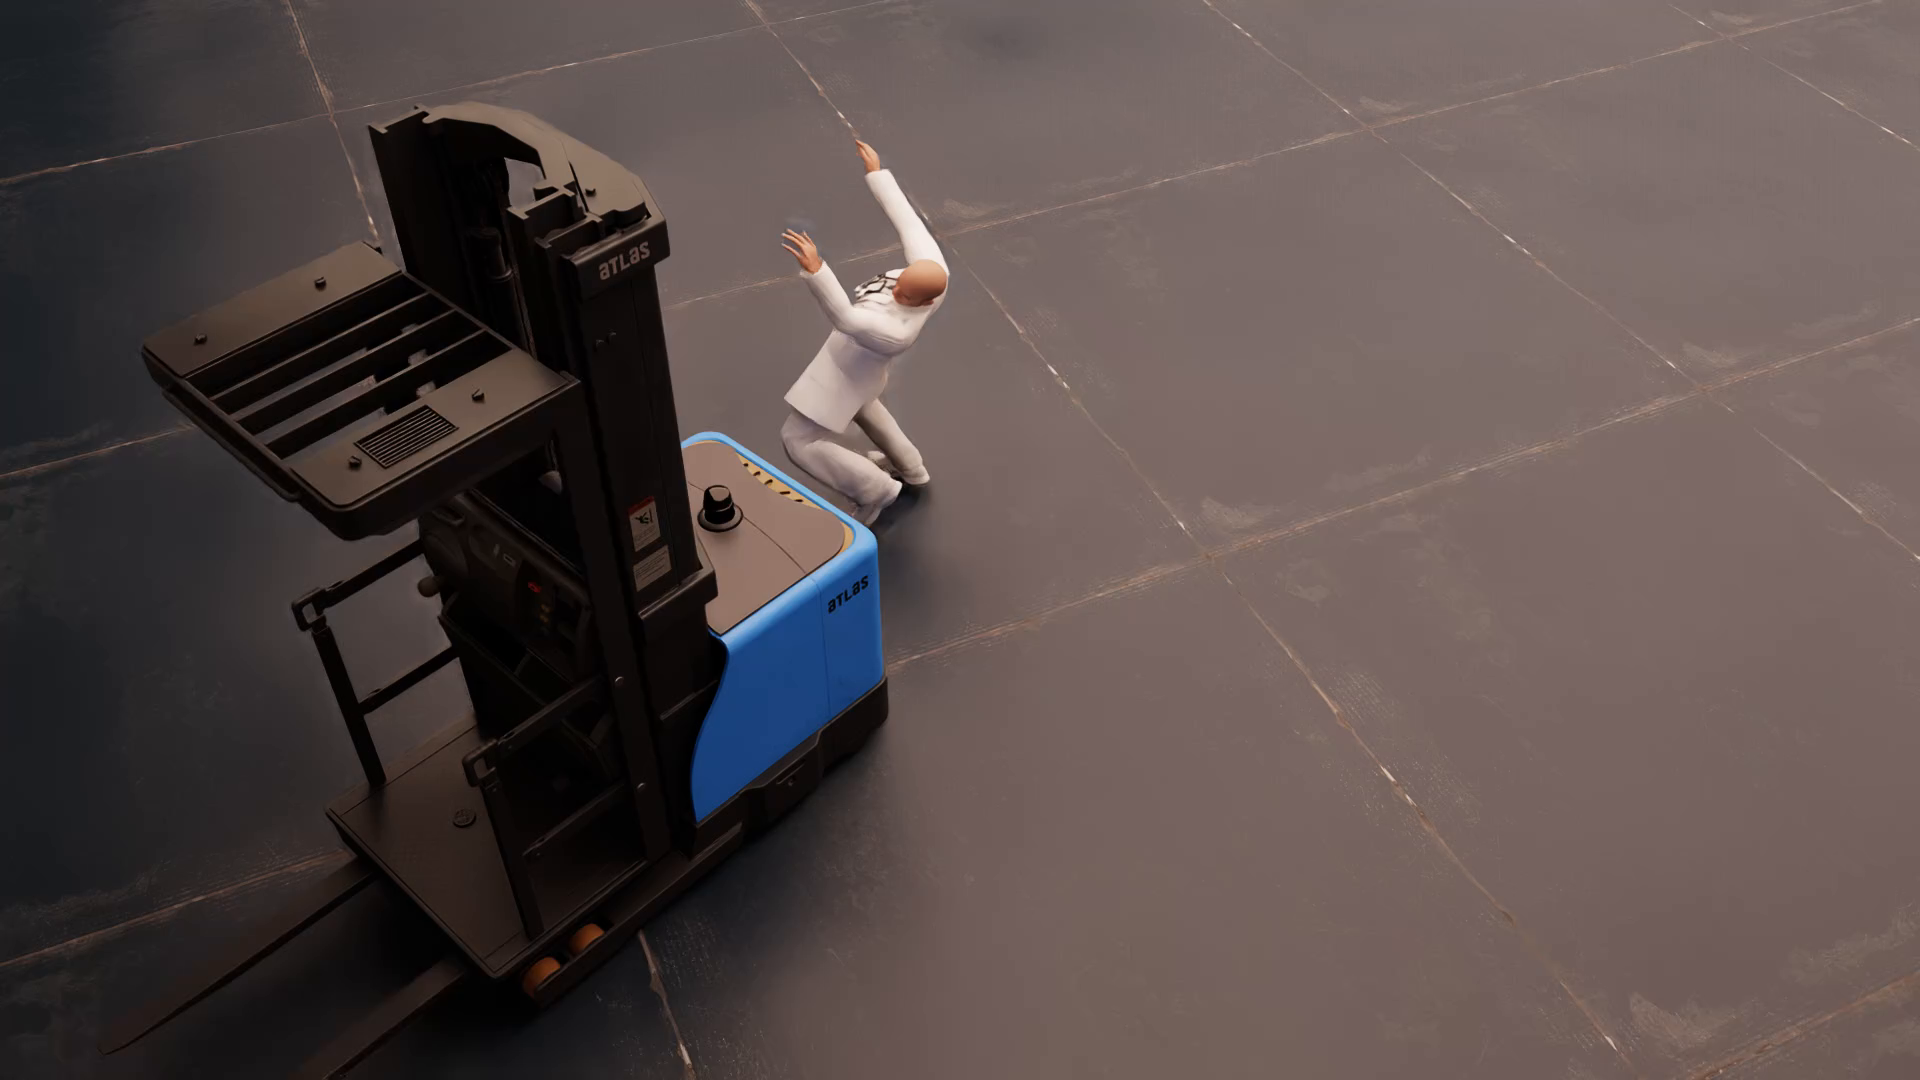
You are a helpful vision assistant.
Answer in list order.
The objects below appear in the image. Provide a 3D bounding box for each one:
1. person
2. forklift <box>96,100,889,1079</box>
[{"bbox_3d":[-0.369,-0.862,7.514,0.748,1.714,1.049,14,45,15],"label":"person"},{"bbox_3d":[-1.669,0.207,5.458,1.130,2.935,3.031,32,52,30],"label":"forklift"}]
